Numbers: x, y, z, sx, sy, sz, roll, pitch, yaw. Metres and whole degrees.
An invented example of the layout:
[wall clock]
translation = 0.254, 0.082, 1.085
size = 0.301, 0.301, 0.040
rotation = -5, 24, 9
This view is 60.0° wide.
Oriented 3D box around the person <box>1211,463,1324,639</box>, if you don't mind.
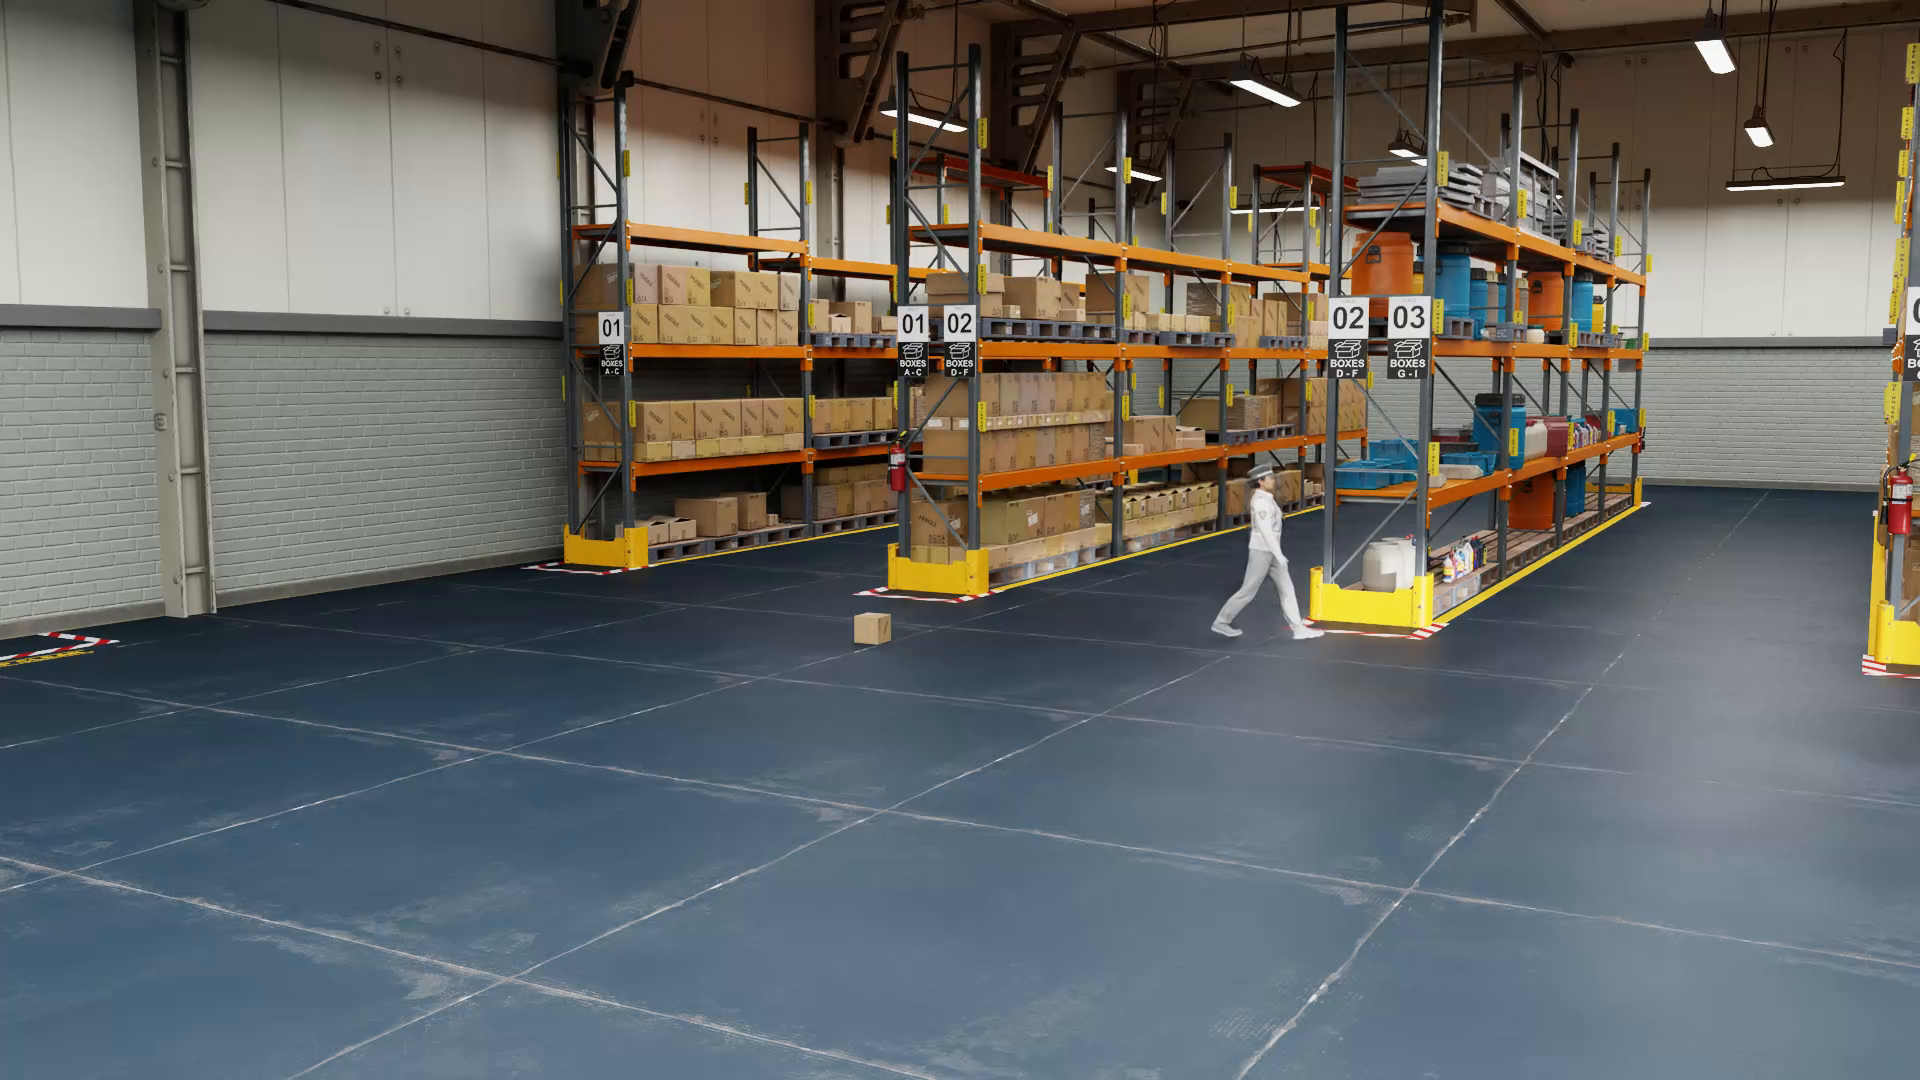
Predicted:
[person]
translation = 2.836, 0.105, 15.256
size = 1.012, 1.637, 0.520
rotation = 2, 6, 16
